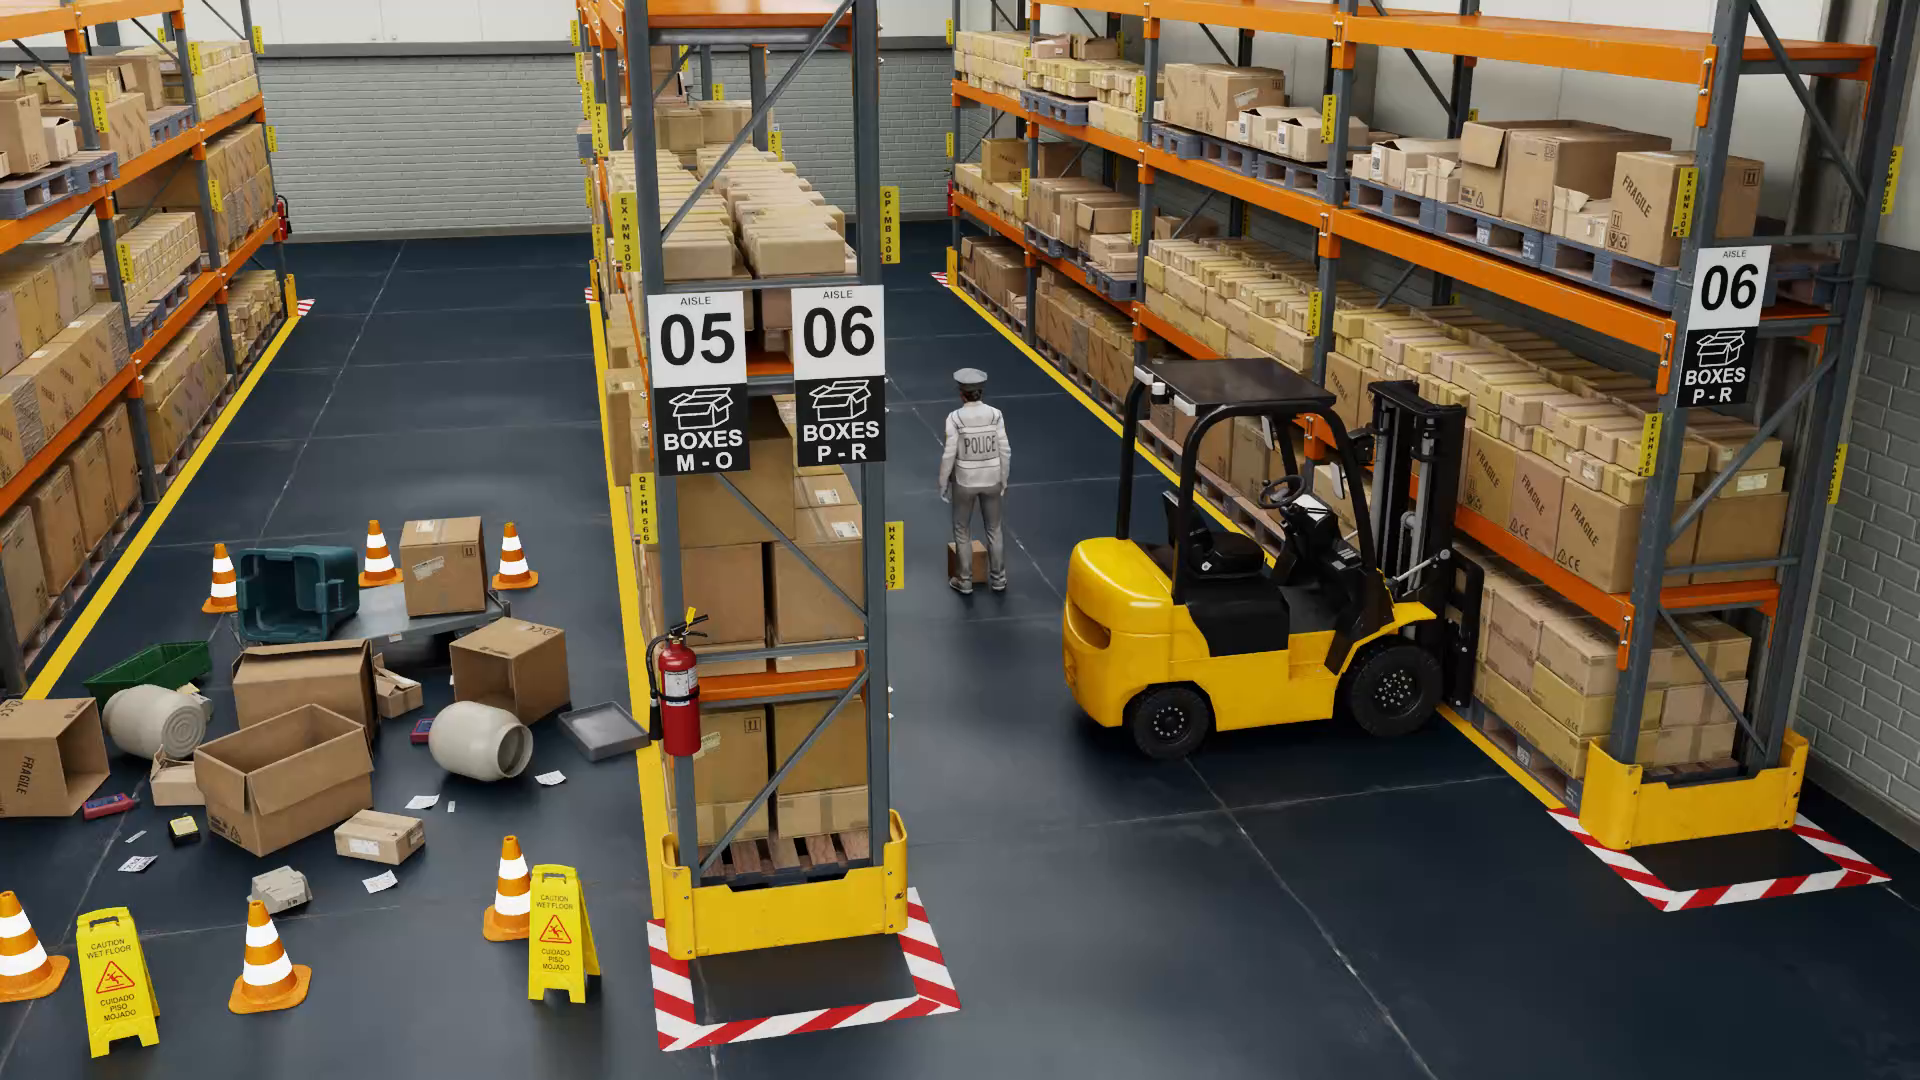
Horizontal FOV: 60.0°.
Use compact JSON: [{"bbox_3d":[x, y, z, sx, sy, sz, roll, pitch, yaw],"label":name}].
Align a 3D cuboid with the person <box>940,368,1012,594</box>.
[{"bbox_3d":[0.117,-0.418,12.231,0.534,1.663,0.379,-5,20,-13],"label":"person"}]
